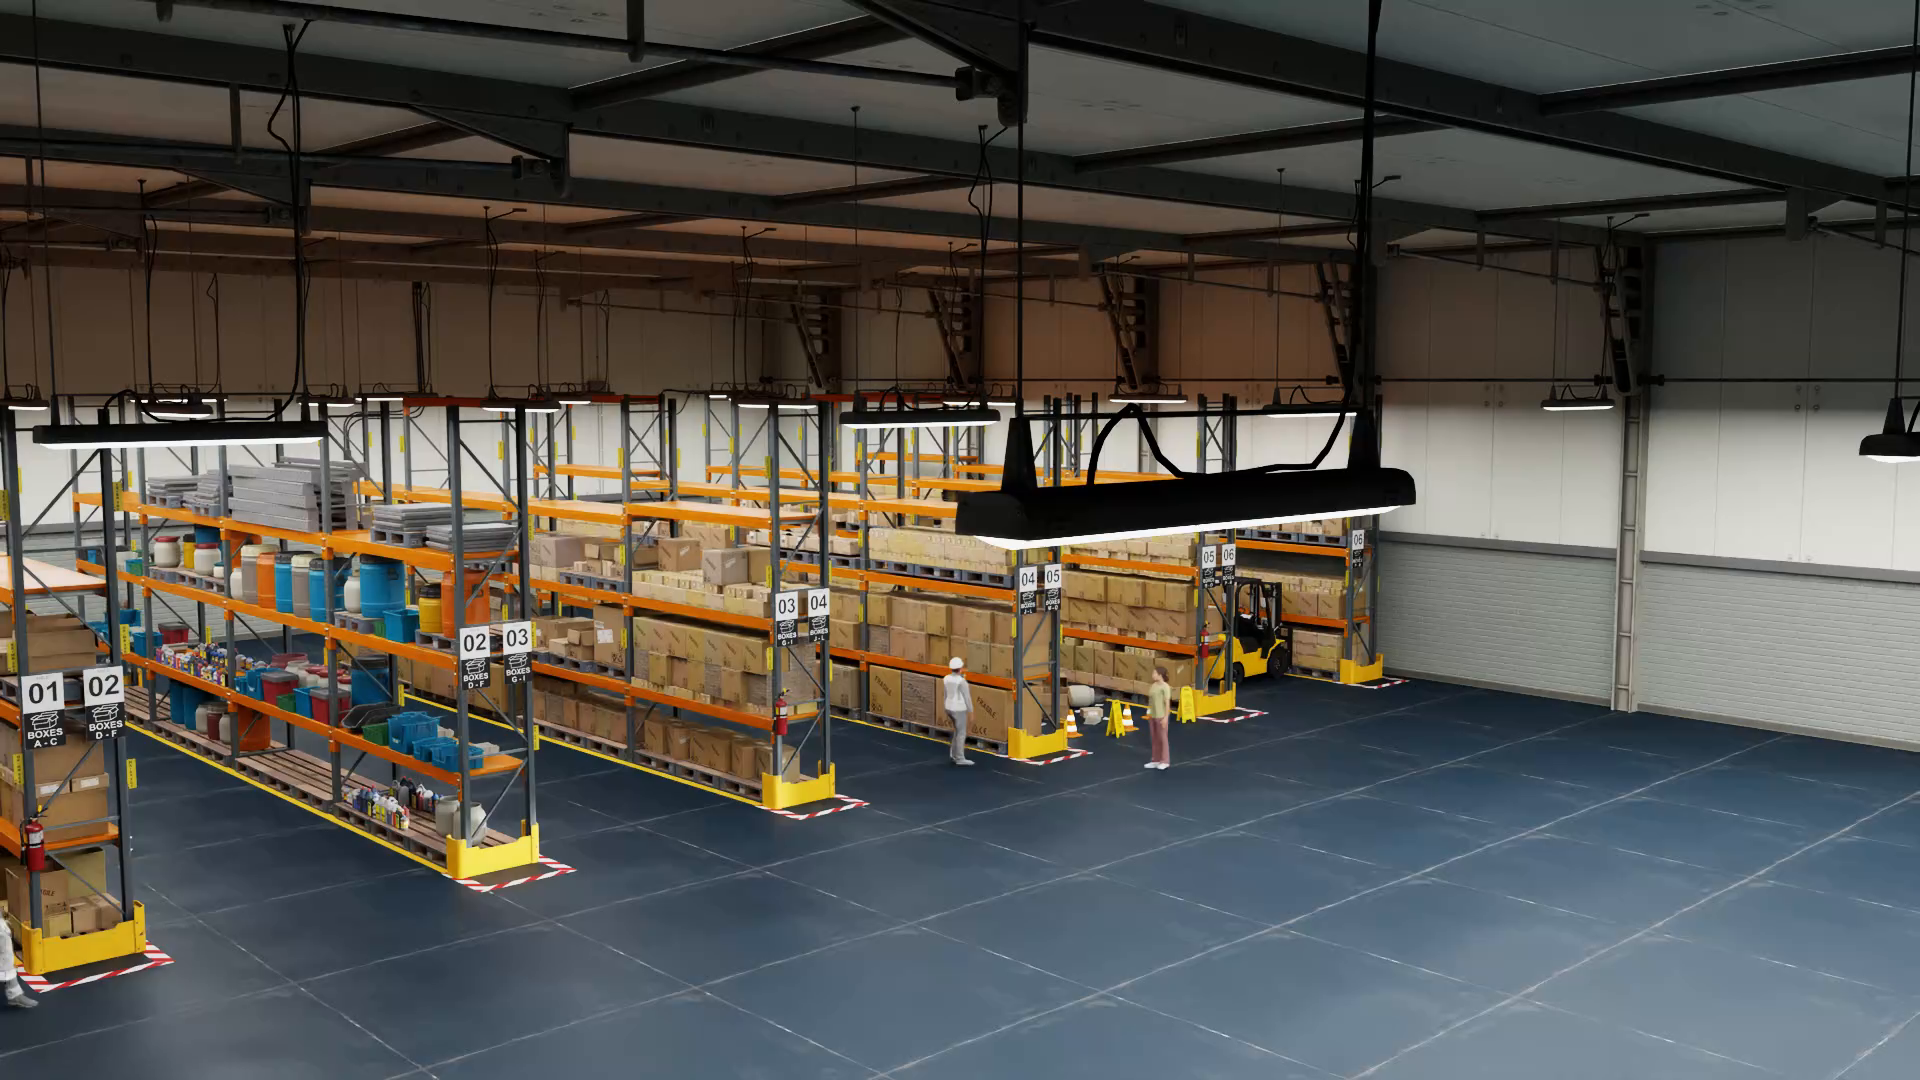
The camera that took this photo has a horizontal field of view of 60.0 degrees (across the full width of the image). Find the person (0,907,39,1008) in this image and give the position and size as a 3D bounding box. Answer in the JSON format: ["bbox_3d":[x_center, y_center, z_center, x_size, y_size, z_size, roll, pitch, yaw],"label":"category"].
[{"bbox_3d":[-9.767,3.837,16.675,0.864,1.785,0.496,1,6,10],"label":"person"}]

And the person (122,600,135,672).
[{"bbox_3d":[-17.978,2.078,35.847,0.500,1.581,0.446,-2,6,-16],"label":"person"}]

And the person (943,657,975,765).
[{"bbox_3d":[-0.015,2.825,27.350,0.436,1.817,0.544,-3,6,-27],"label":"person"}]

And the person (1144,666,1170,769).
[{"bbox_3d":[3.247,2.899,27.060,0.348,1.675,0.495,-4,7,-33],"label":"person"}]
